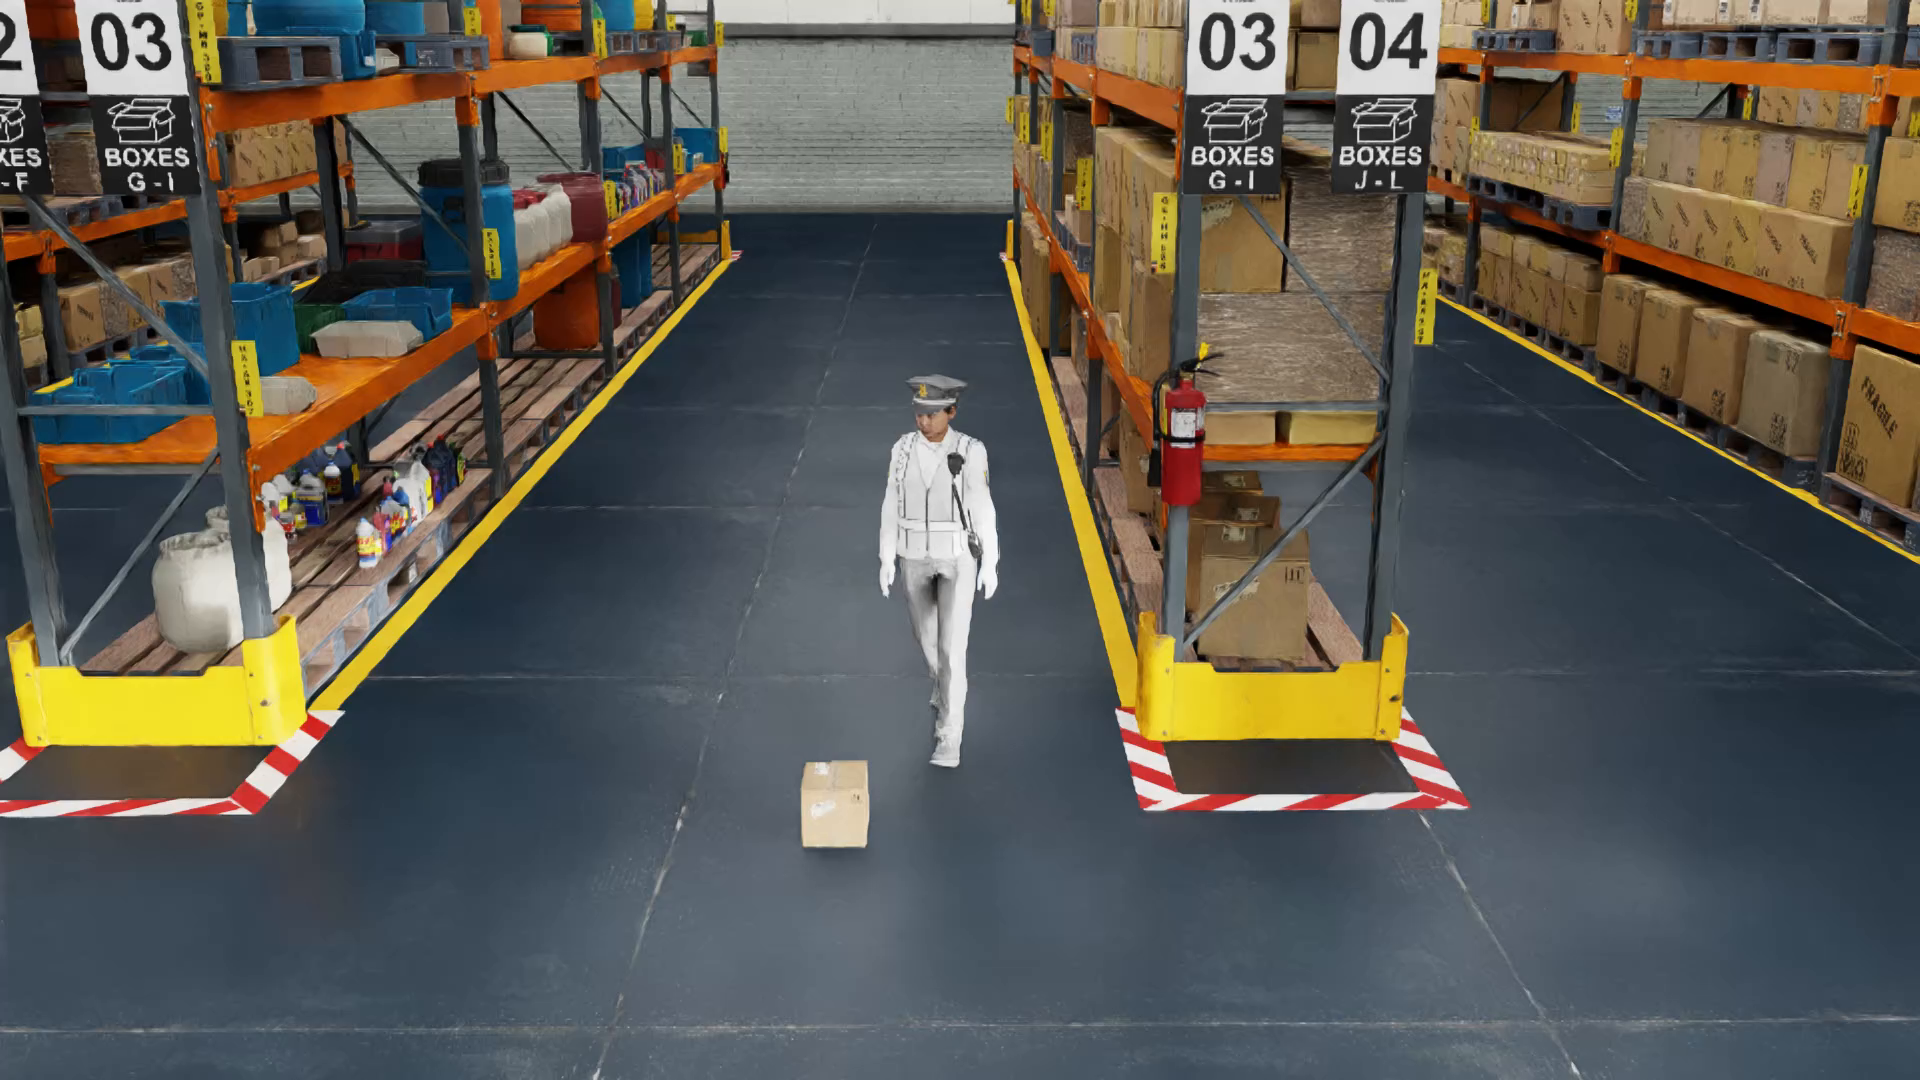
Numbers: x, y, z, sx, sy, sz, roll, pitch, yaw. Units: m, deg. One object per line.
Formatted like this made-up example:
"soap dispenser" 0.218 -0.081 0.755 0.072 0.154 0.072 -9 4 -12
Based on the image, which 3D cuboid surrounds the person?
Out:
"person" -0.111 0.090 7.240 0.519 1.624 0.876 6 18 17
